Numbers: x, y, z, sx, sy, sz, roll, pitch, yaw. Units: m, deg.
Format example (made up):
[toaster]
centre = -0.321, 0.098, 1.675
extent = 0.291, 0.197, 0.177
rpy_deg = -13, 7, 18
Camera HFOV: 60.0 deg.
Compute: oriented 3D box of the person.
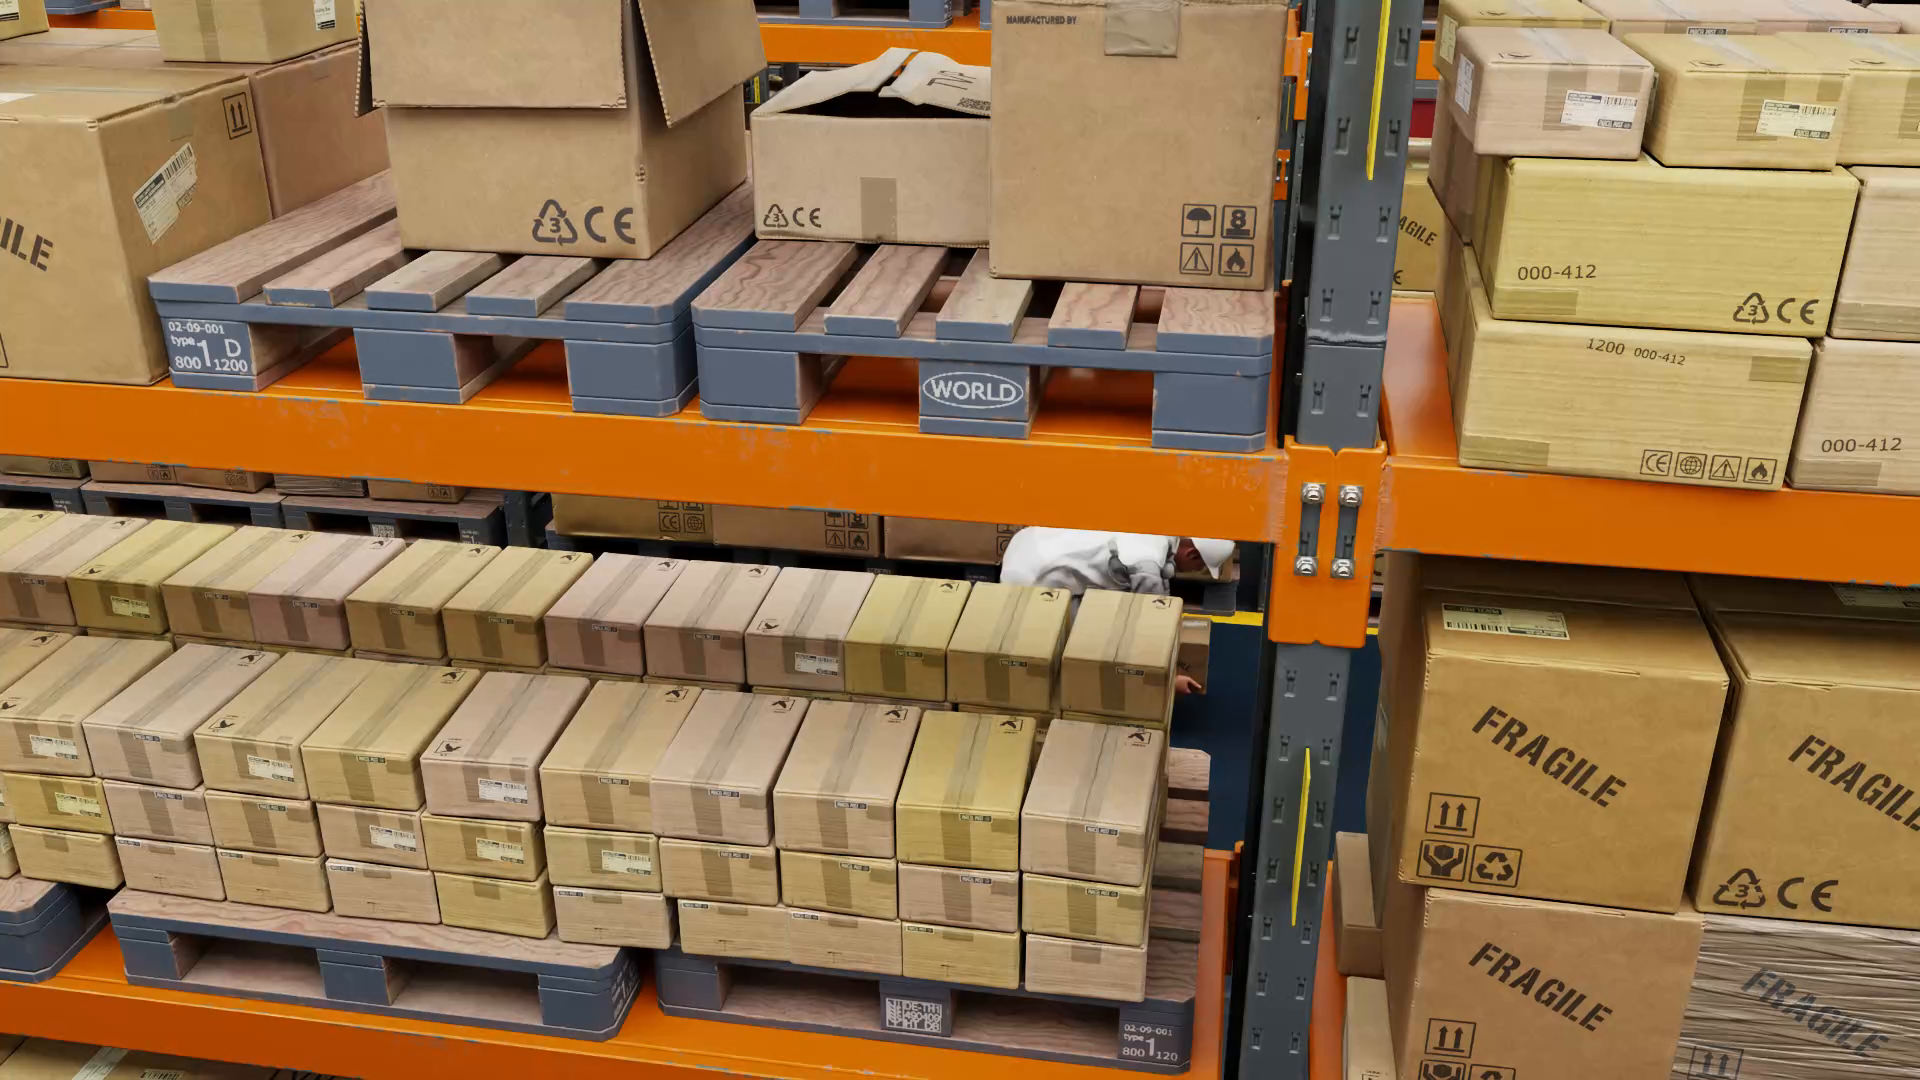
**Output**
[person]
centre = 0.675, 0.337, 7.275
extent = 0.993, 0.994, 0.519
rpy_deg = 3, 25, 6
